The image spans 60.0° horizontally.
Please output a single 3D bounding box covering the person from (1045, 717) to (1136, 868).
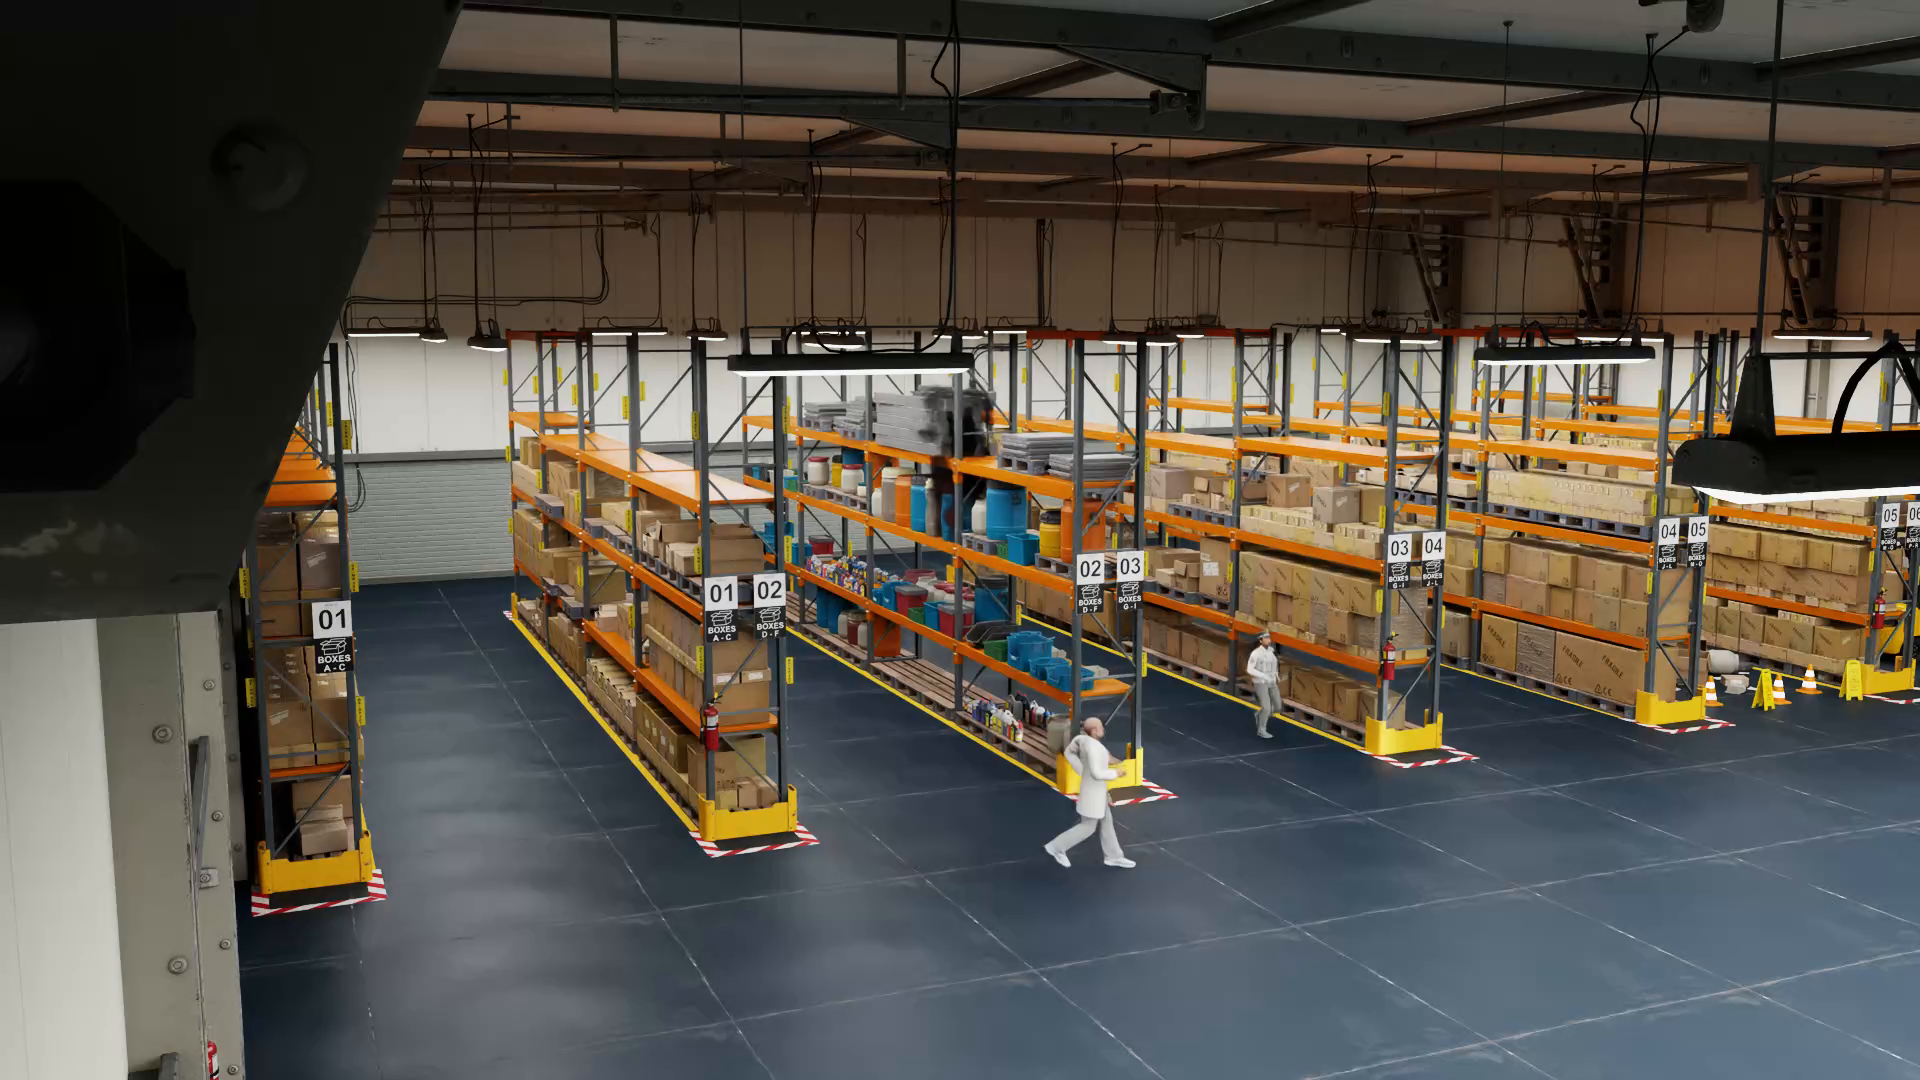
[{"bbox_3d":[1.489,2.881,18.838,1.064,1.780,0.713,0,8,-4],"label":"person"}]

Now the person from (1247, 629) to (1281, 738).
[{"bbox_3d":[4.577,2.139,24.872,0.611,1.649,0.548,-5,9,-32],"label":"person"}]
